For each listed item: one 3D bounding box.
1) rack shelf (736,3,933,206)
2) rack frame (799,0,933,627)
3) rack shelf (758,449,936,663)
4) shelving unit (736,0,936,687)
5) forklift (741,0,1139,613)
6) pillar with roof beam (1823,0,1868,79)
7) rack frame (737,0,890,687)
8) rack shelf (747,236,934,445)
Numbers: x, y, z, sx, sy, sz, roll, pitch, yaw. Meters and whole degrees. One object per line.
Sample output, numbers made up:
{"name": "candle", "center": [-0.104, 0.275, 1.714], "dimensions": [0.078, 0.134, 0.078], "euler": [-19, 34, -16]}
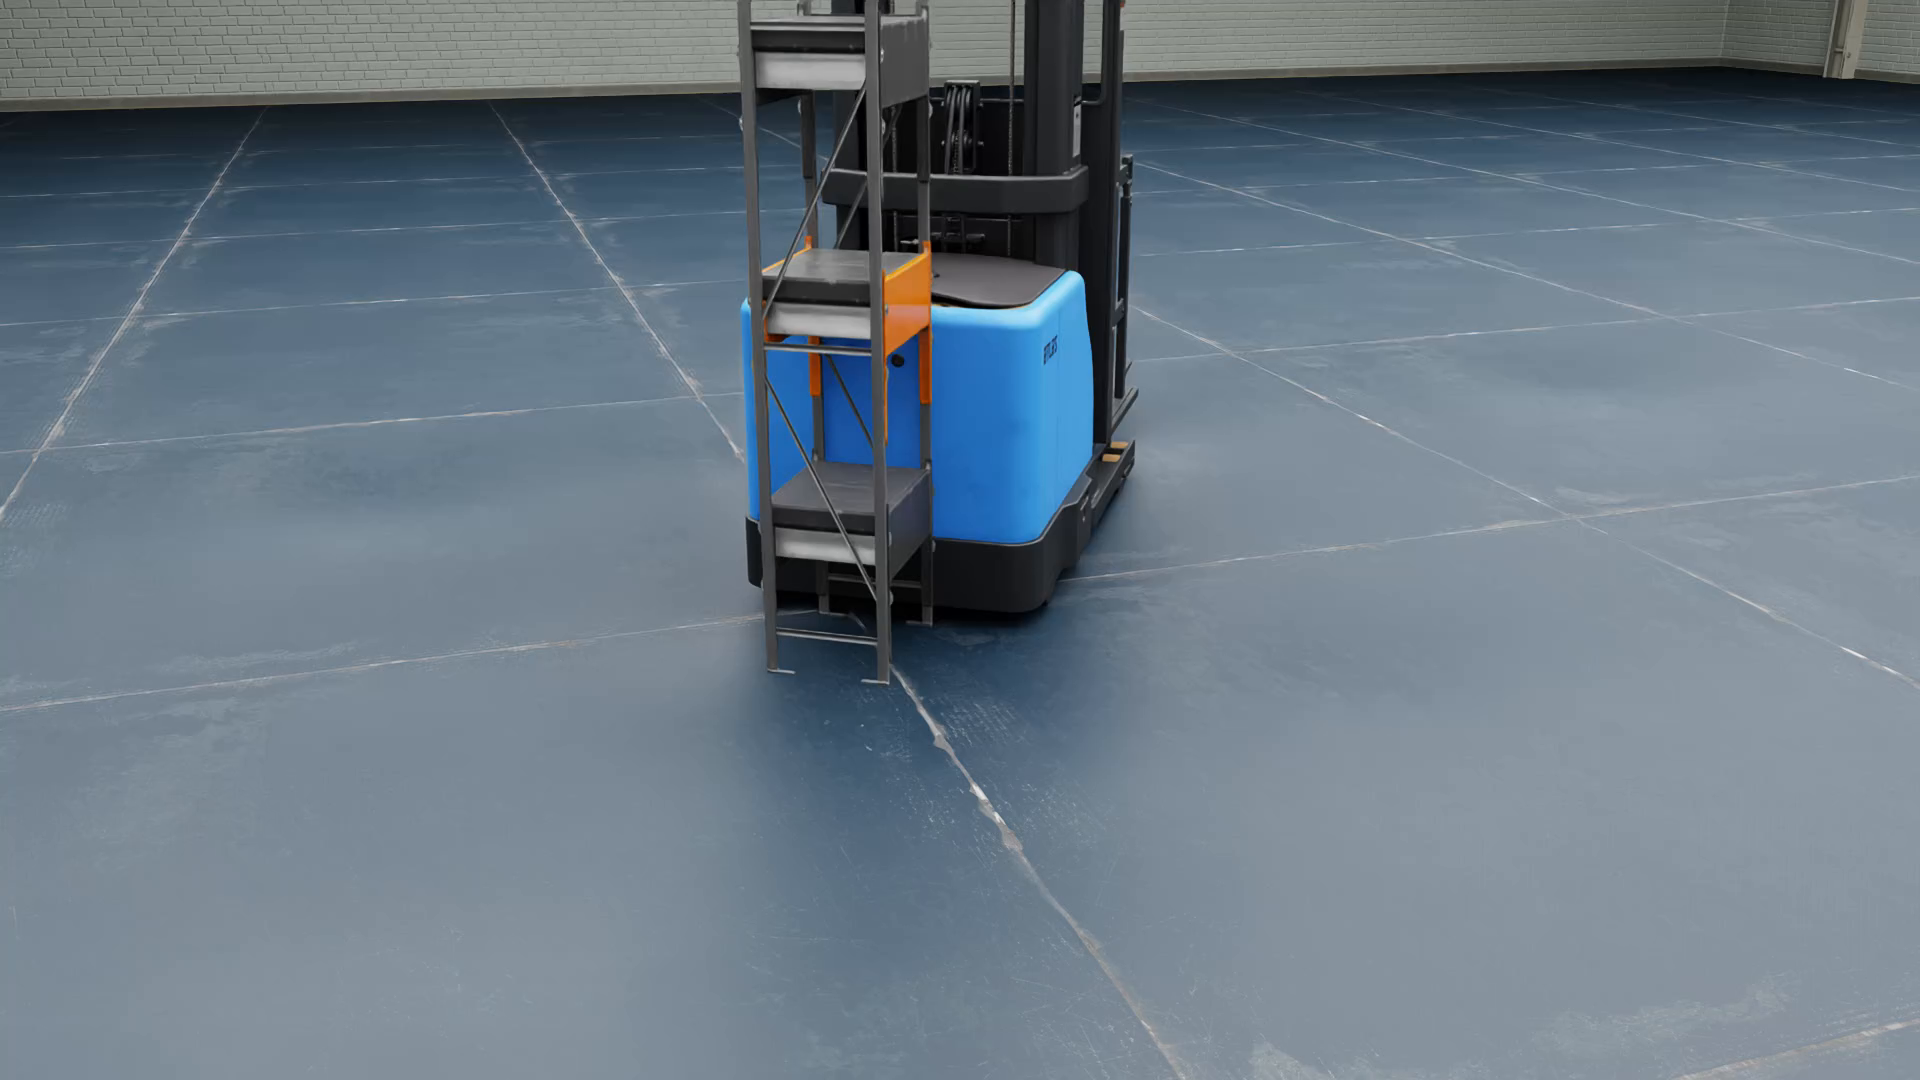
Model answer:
{"name": "rack shelf", "center": [-0.352, -1.276, 4.828], "dimensions": [0.431, 0.518, 0.480], "euler": [5, 21, 14]}
{"name": "rack frame", "center": [-0.287, -0.712, 5.285], "dimensions": [0.400, 2.100, 0.015], "euler": [5, 21, 14]}
{"name": "rack shelf", "center": [-0.350, 0.039, 5.309], "dimensions": [0.431, 0.518, 0.480], "euler": [5, 21, 14]}
{"name": "shelving unit", "center": [-0.351, -0.631, 5.064], "dimensions": [0.431, 2.100, 0.503], "euler": [5, 21, 14]}
{"name": "forklift", "center": [0.130, -1.601, 6.538], "dimensions": [1.130, 2.935, 3.031], "euler": [5, 20, 14]}
{"name": "pillar with roof beam", "center": [10.928, -11.679, 25.620], "dimensions": [9.100, 9.000, 0.400], "euler": [-6, 21, -17]}
{"name": "rack frame", "center": [-0.414, -0.551, 4.843], "dimensions": [0.400, 2.100, 0.015], "euler": [5, 21, 14]}
{"name": "rack shelf", "center": [-0.351, -0.619, 5.069], "dimensions": [0.431, 0.518, 0.480], "euler": [5, 21, 14]}
